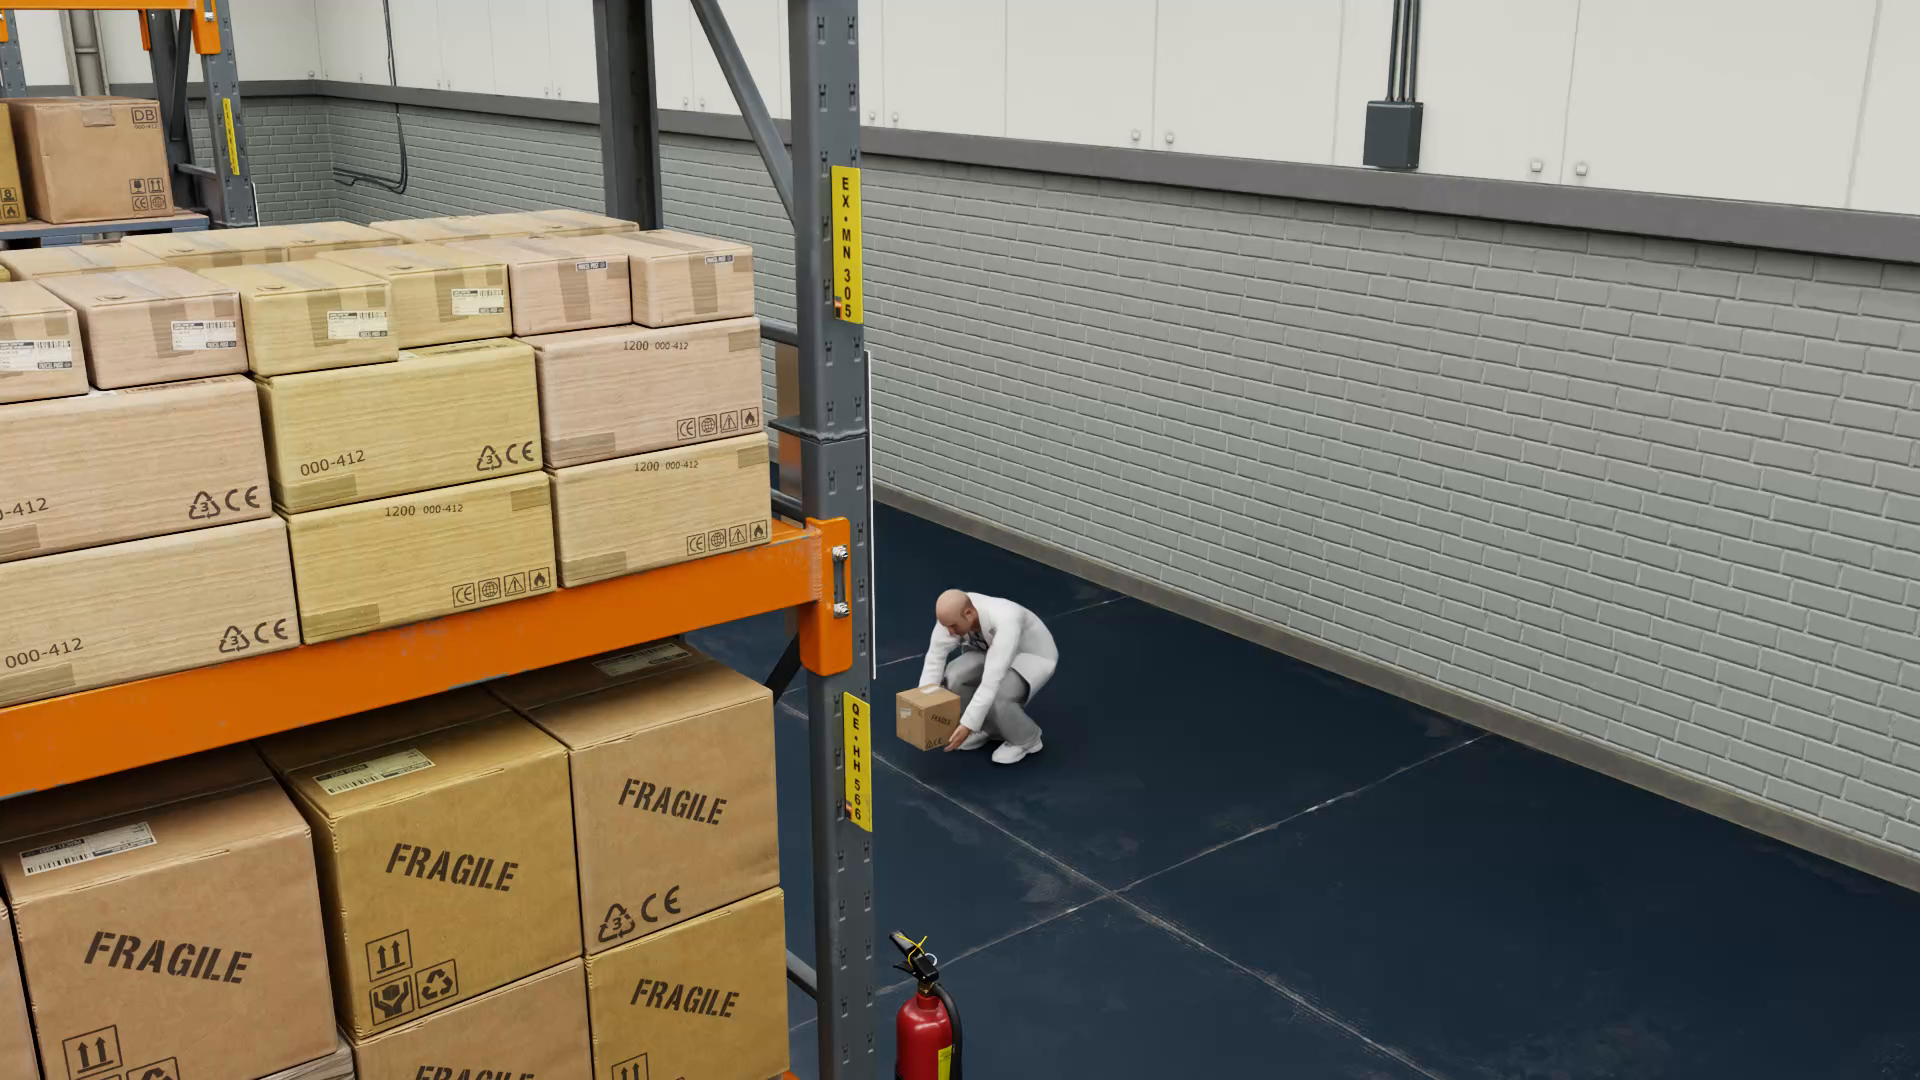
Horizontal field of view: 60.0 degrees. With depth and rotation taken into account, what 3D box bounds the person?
[{"bbox_3d":[0.157,0.697,9.078,0.899,1.046,0.608,-13,22,-36],"label":"person"}]
